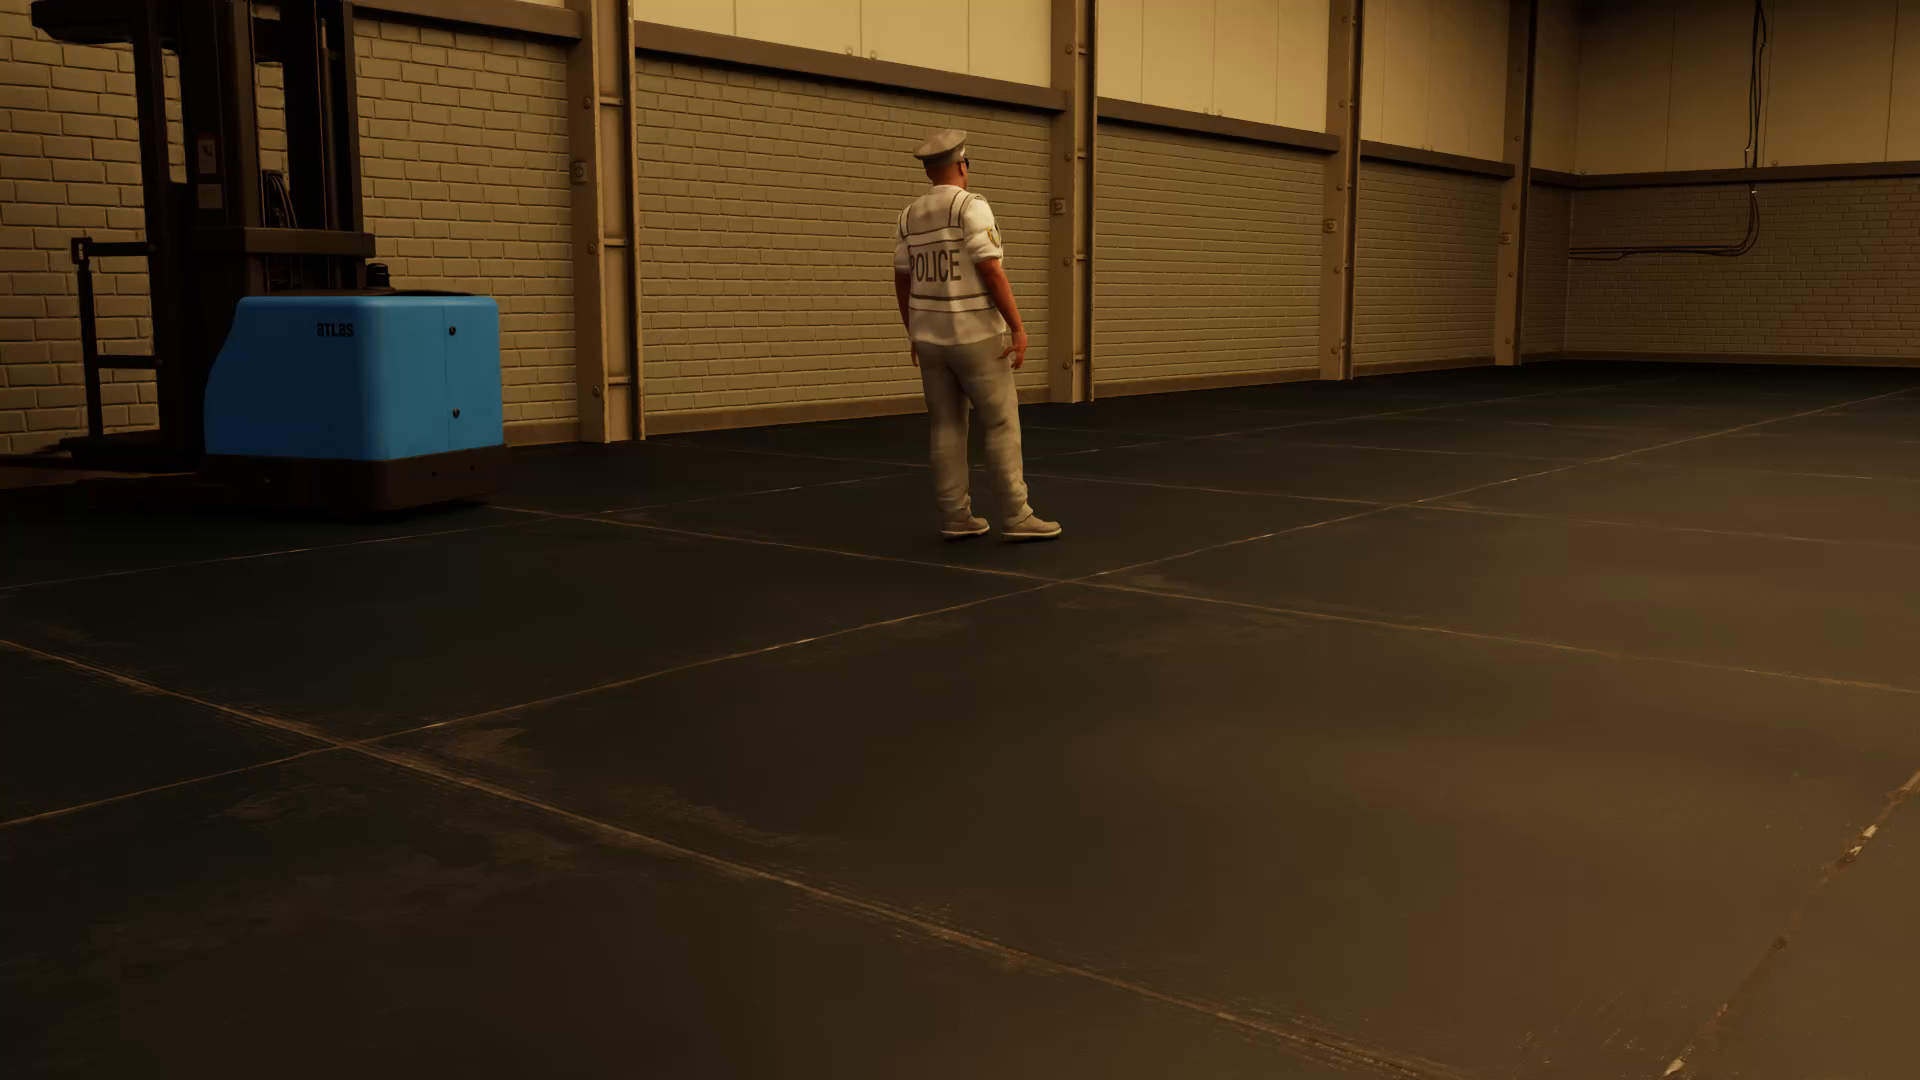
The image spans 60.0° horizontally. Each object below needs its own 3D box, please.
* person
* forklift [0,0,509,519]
[{"bbox_3d":[0.058,-0.898,7.328,0.641,1.781,0.574,7,11,38],"label":"person"},{"bbox_3d":[-3.936,-1.656,8.601,3.031,2.935,1.130,3,9,20],"label":"forklift"}]
